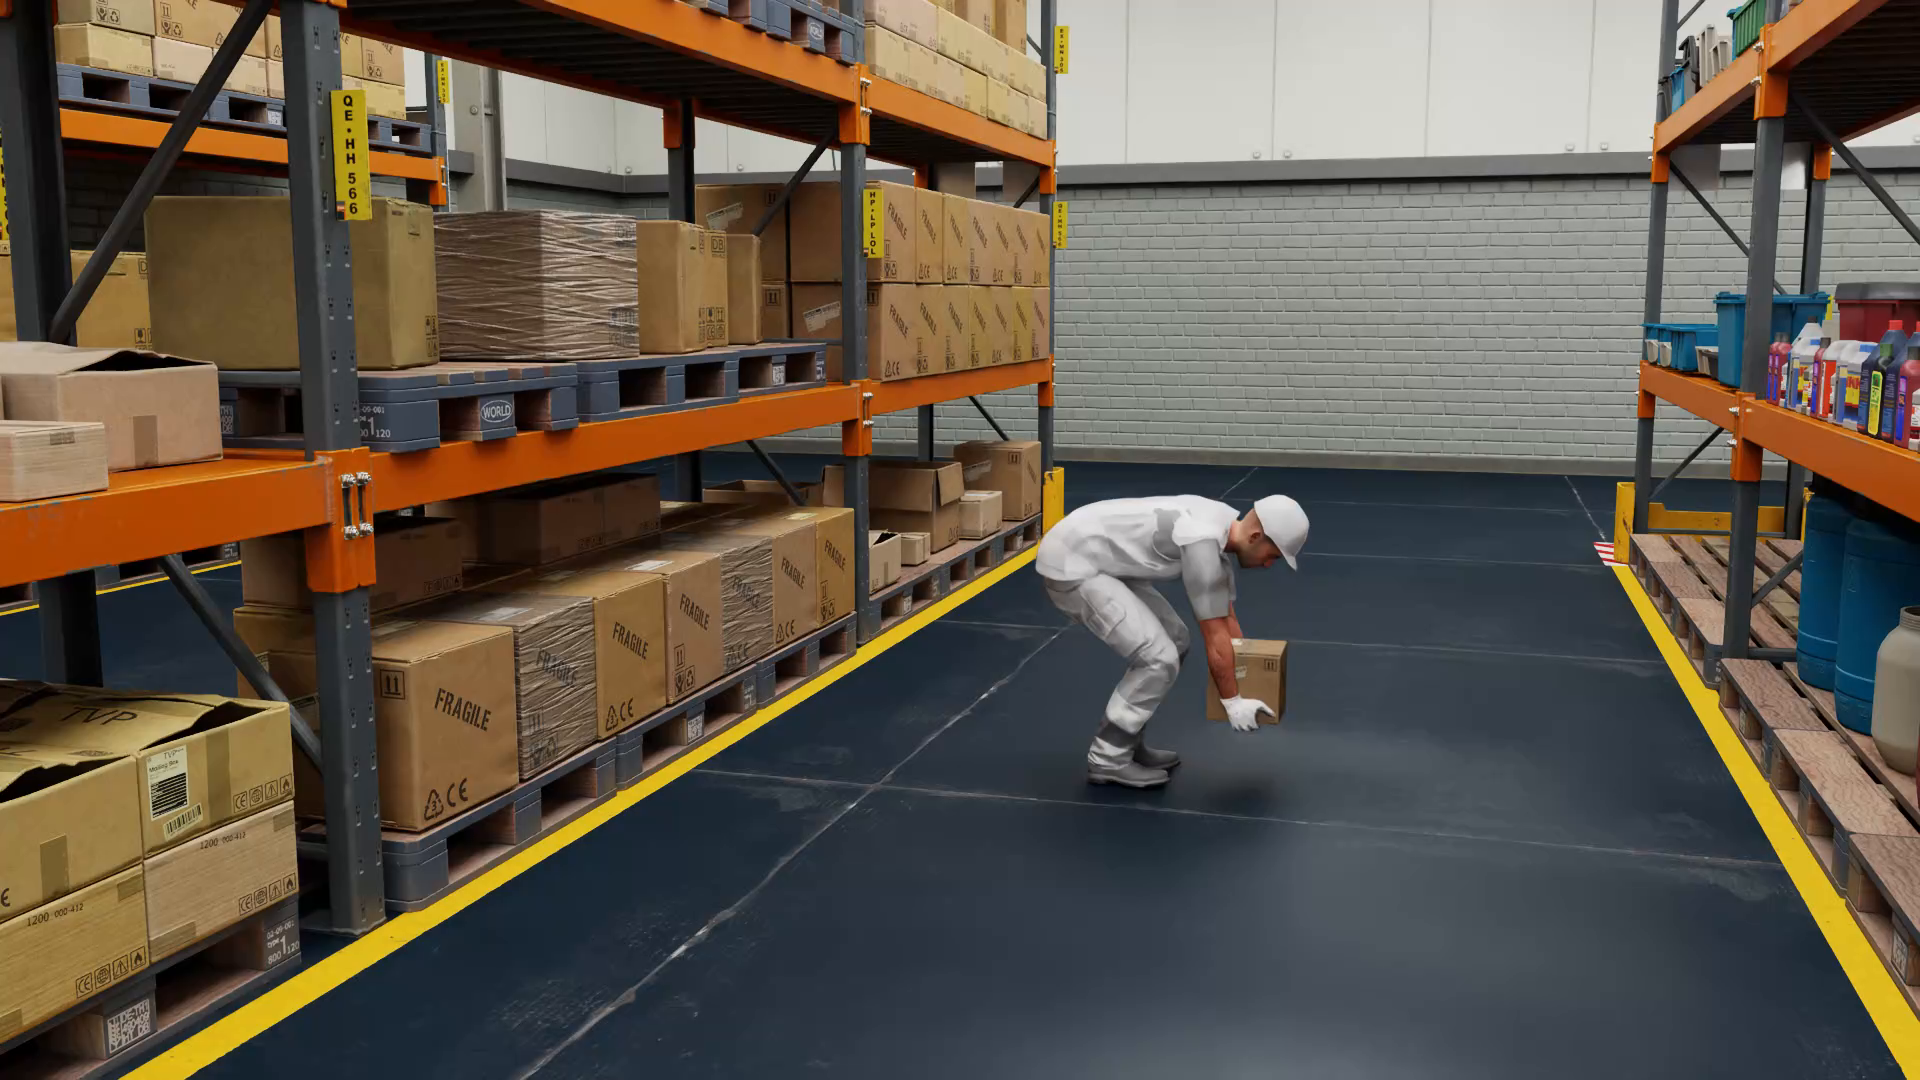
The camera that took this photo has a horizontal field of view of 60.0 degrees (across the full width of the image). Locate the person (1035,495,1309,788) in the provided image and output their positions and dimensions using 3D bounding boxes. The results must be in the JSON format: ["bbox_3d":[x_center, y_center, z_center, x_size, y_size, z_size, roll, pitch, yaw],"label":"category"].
[{"bbox_3d":[0.748,0.348,5.951,0.958,1.039,0.517,2,8,13],"label":"person"}]
